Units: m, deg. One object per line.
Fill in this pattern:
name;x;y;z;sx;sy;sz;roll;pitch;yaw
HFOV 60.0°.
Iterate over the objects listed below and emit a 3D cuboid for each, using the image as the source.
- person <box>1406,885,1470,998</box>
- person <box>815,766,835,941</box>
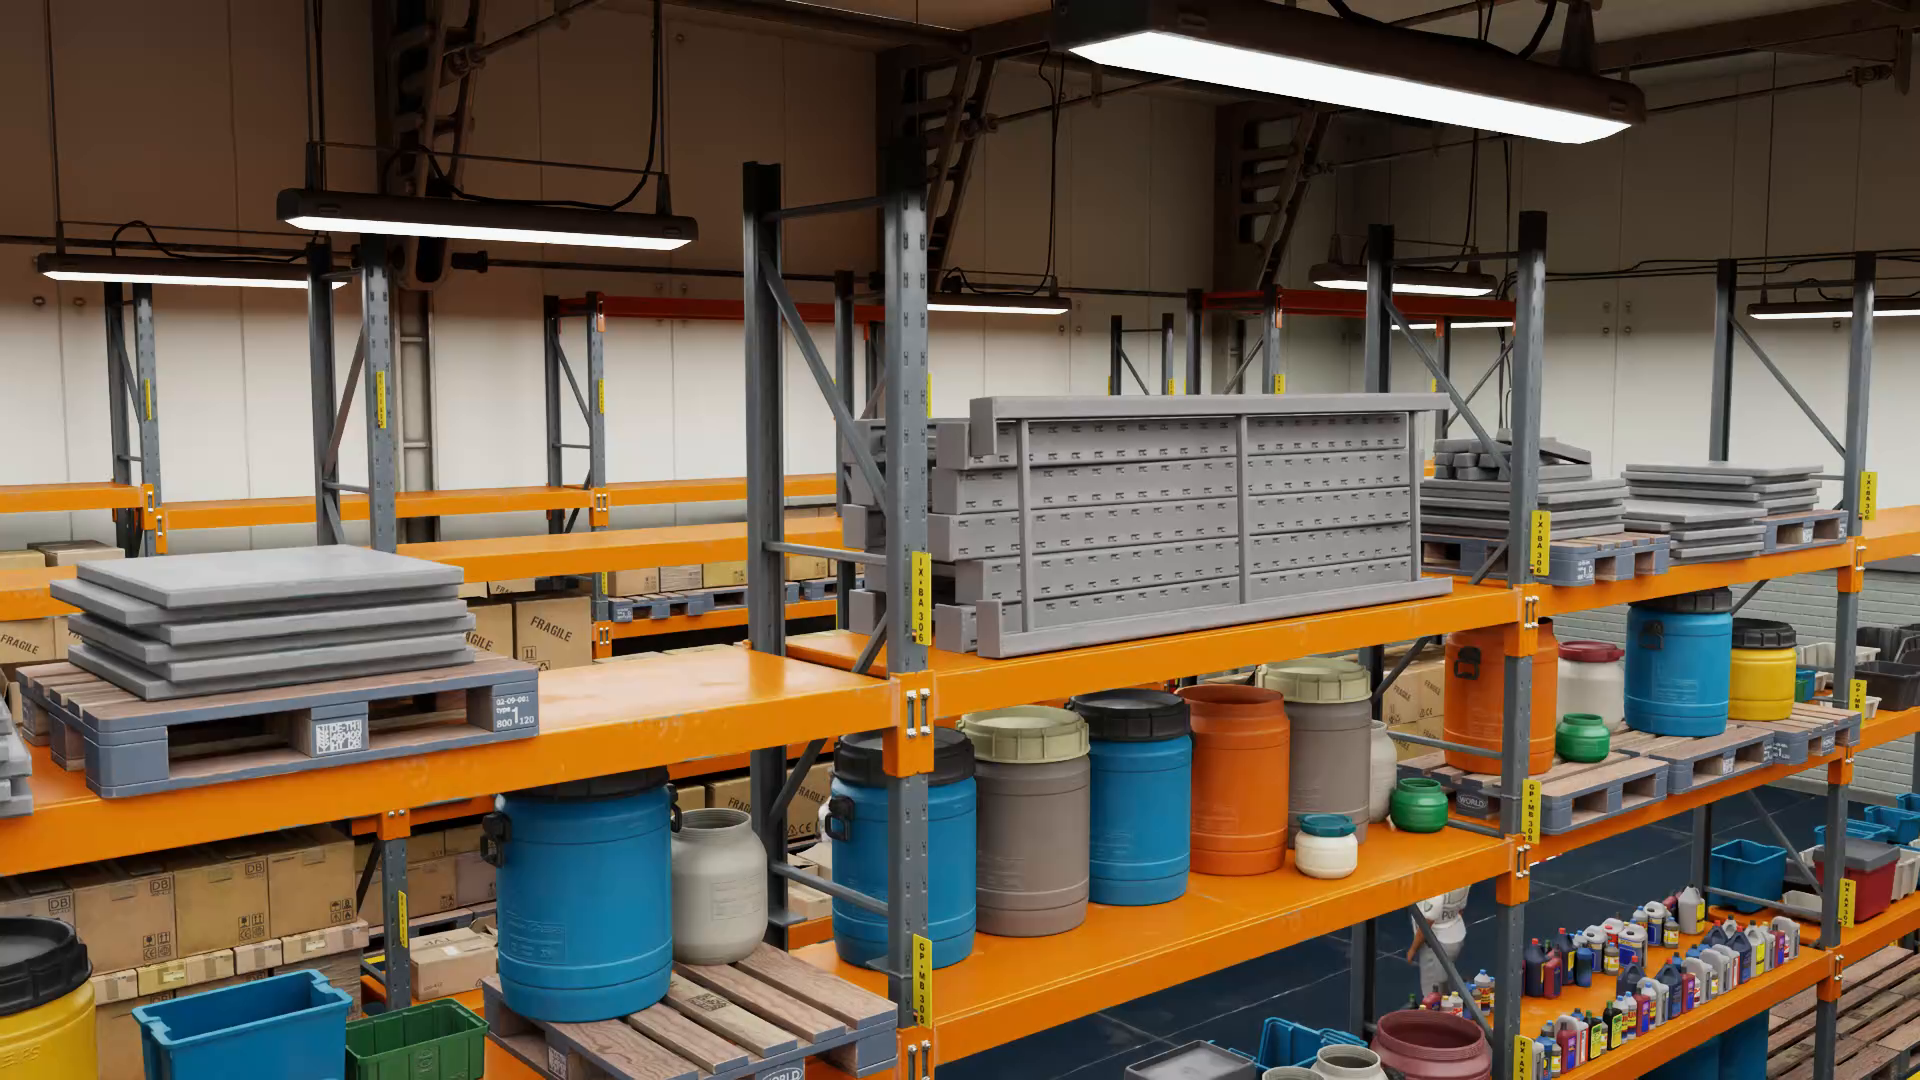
person;3.667;3.112;12.779;0.438;1.650;0.528;3;6;28
person;-1.086;2.886;14.980;0.542;1.692;0.354;-5;7;-42
